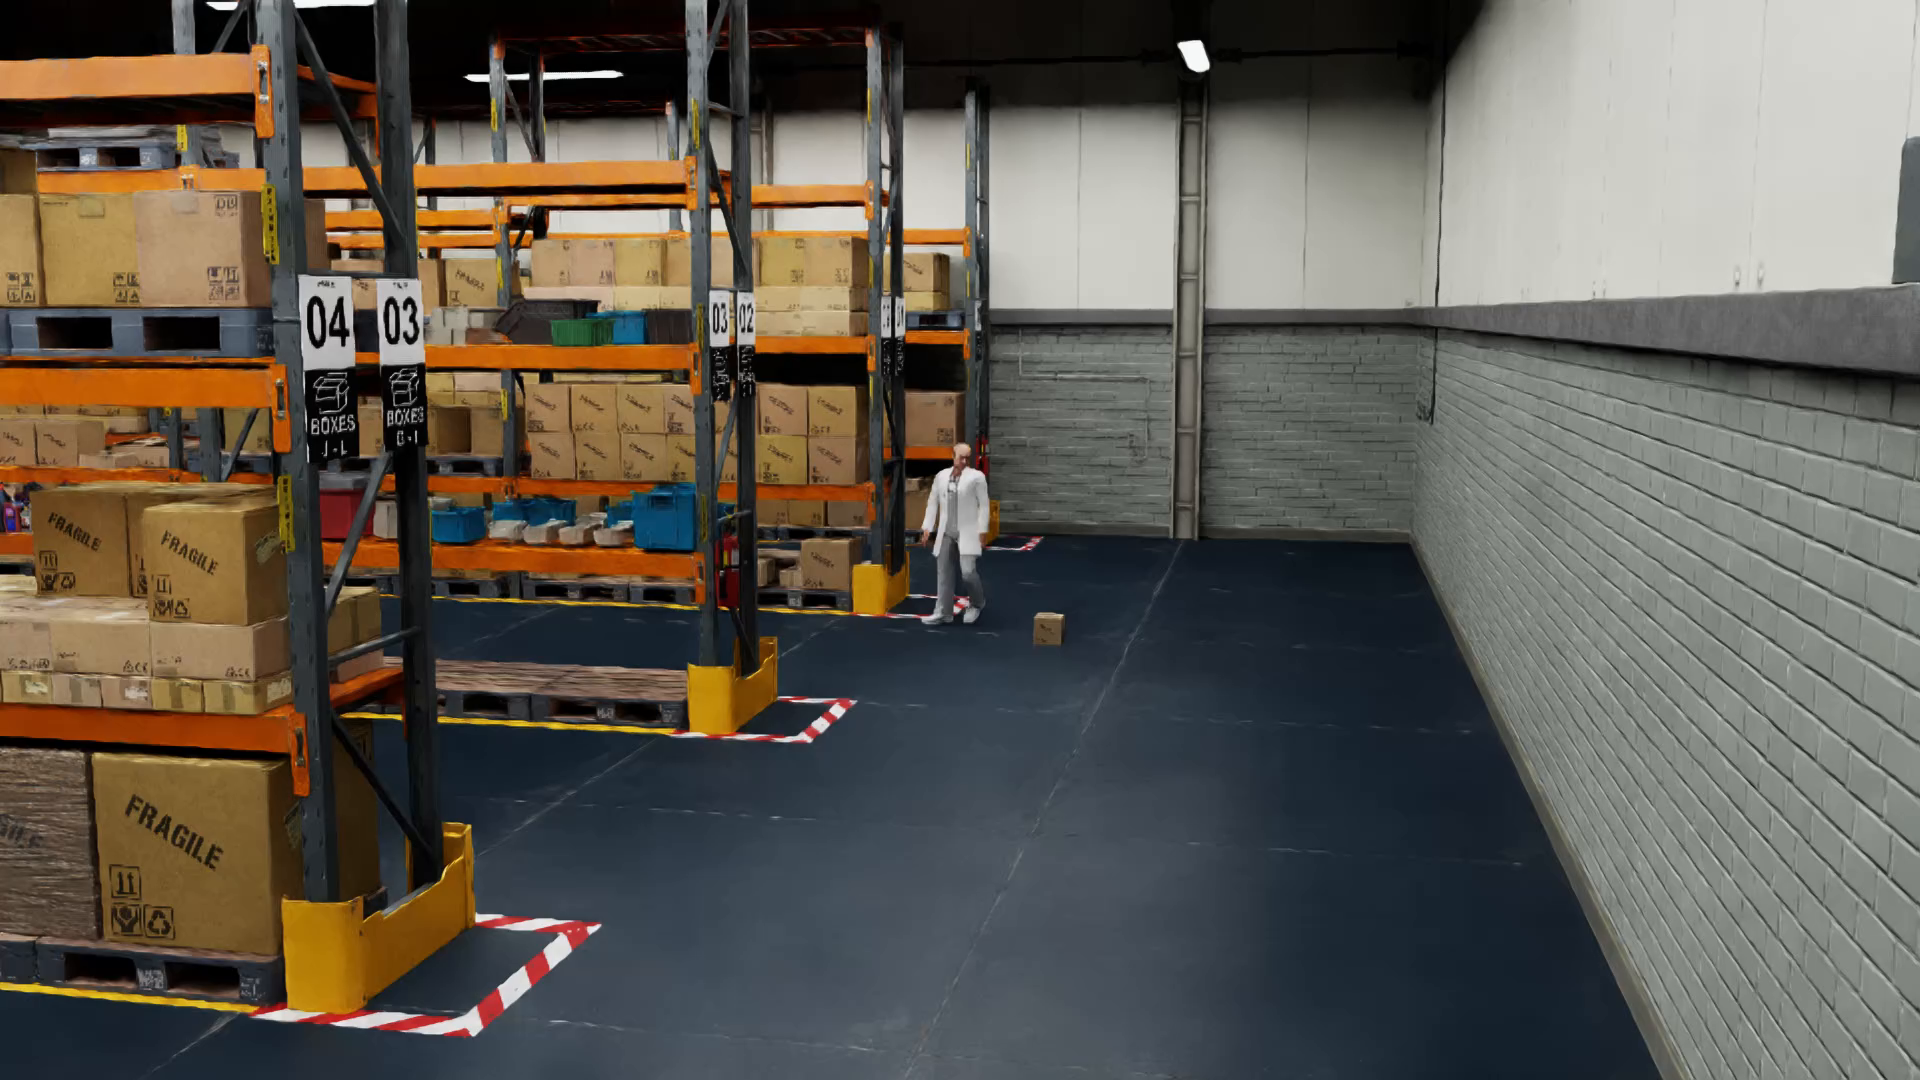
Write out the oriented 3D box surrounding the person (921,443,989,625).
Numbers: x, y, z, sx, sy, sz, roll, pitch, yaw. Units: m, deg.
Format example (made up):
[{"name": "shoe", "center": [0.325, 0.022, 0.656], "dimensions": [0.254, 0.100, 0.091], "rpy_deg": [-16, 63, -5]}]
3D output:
[{"name": "person", "center": [-0.020, -0.065, 16.194], "dimensions": [0.669, 1.779, 0.533], "rpy_deg": [4, 9, 29]}]
